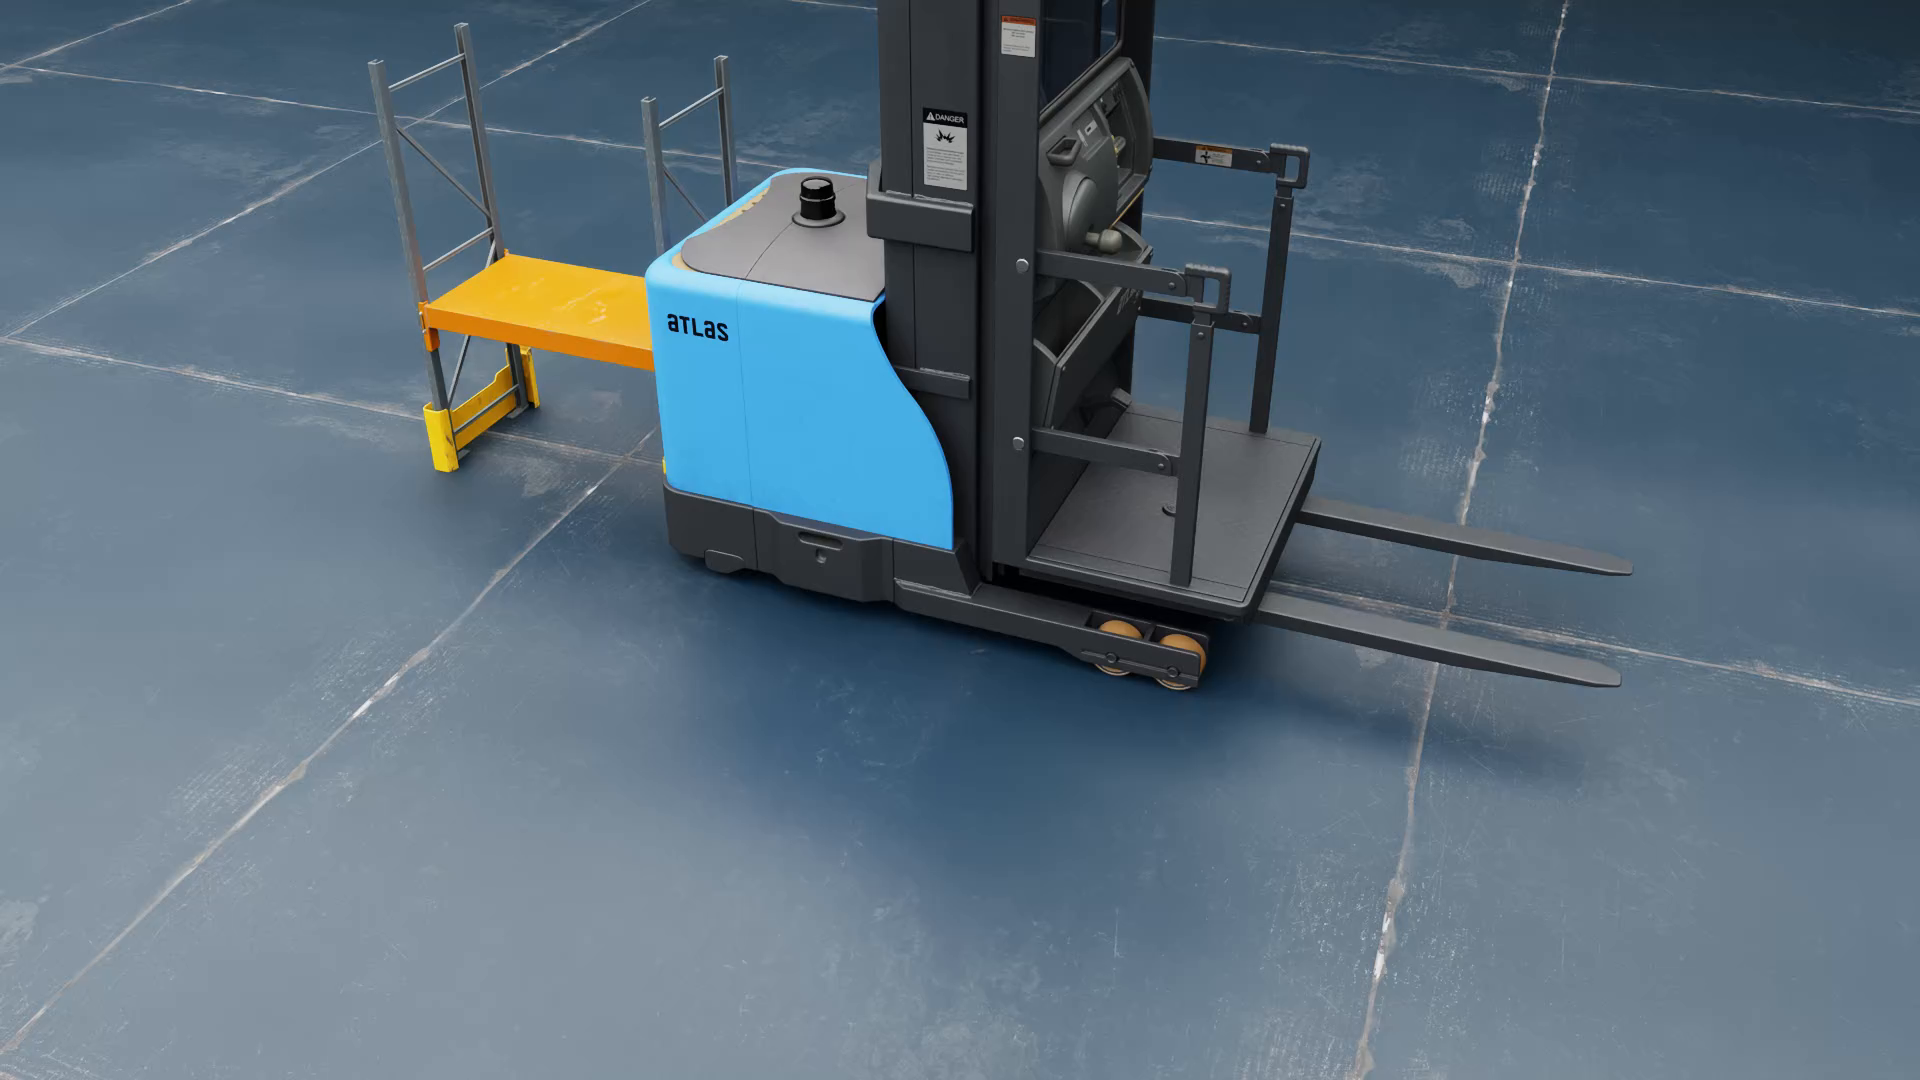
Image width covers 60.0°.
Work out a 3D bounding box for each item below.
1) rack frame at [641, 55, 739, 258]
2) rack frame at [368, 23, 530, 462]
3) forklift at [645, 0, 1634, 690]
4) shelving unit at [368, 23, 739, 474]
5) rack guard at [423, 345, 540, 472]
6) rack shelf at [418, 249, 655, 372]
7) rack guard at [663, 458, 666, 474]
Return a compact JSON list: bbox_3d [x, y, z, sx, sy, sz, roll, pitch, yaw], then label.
[{"bbox_3d":[-0.863,-0.827,5.648,0.032,1.500,0.500,12,35,18],"label":"rack frame"},{"bbox_3d":[-1.806,-1.033,5.967,0.032,1.500,0.500,12,35,18],"label":"rack frame"},{"bbox_3d":[0.585,-1.104,4.758,3.031,2.935,1.130,12,35,18],"label":"forklift"},{"bbox_3d":[-1.343,-0.932,5.810,1.083,1.500,0.587,12,35,18],"label":"shelving unit"},{"bbox_3d":[-1.805,-0.508,6.306,0.087,0.250,0.587,12,35,18],"label":"rack guard"},{"bbox_3d":[-1.335,-0.779,5.905,1.000,0.185,0.538,12,35,18],"label":"rack shelf"},{"bbox_3d":[-0.881,-0.306,5.993,0.087,0.250,0.587,12,35,18],"label":"rack guard"}]
